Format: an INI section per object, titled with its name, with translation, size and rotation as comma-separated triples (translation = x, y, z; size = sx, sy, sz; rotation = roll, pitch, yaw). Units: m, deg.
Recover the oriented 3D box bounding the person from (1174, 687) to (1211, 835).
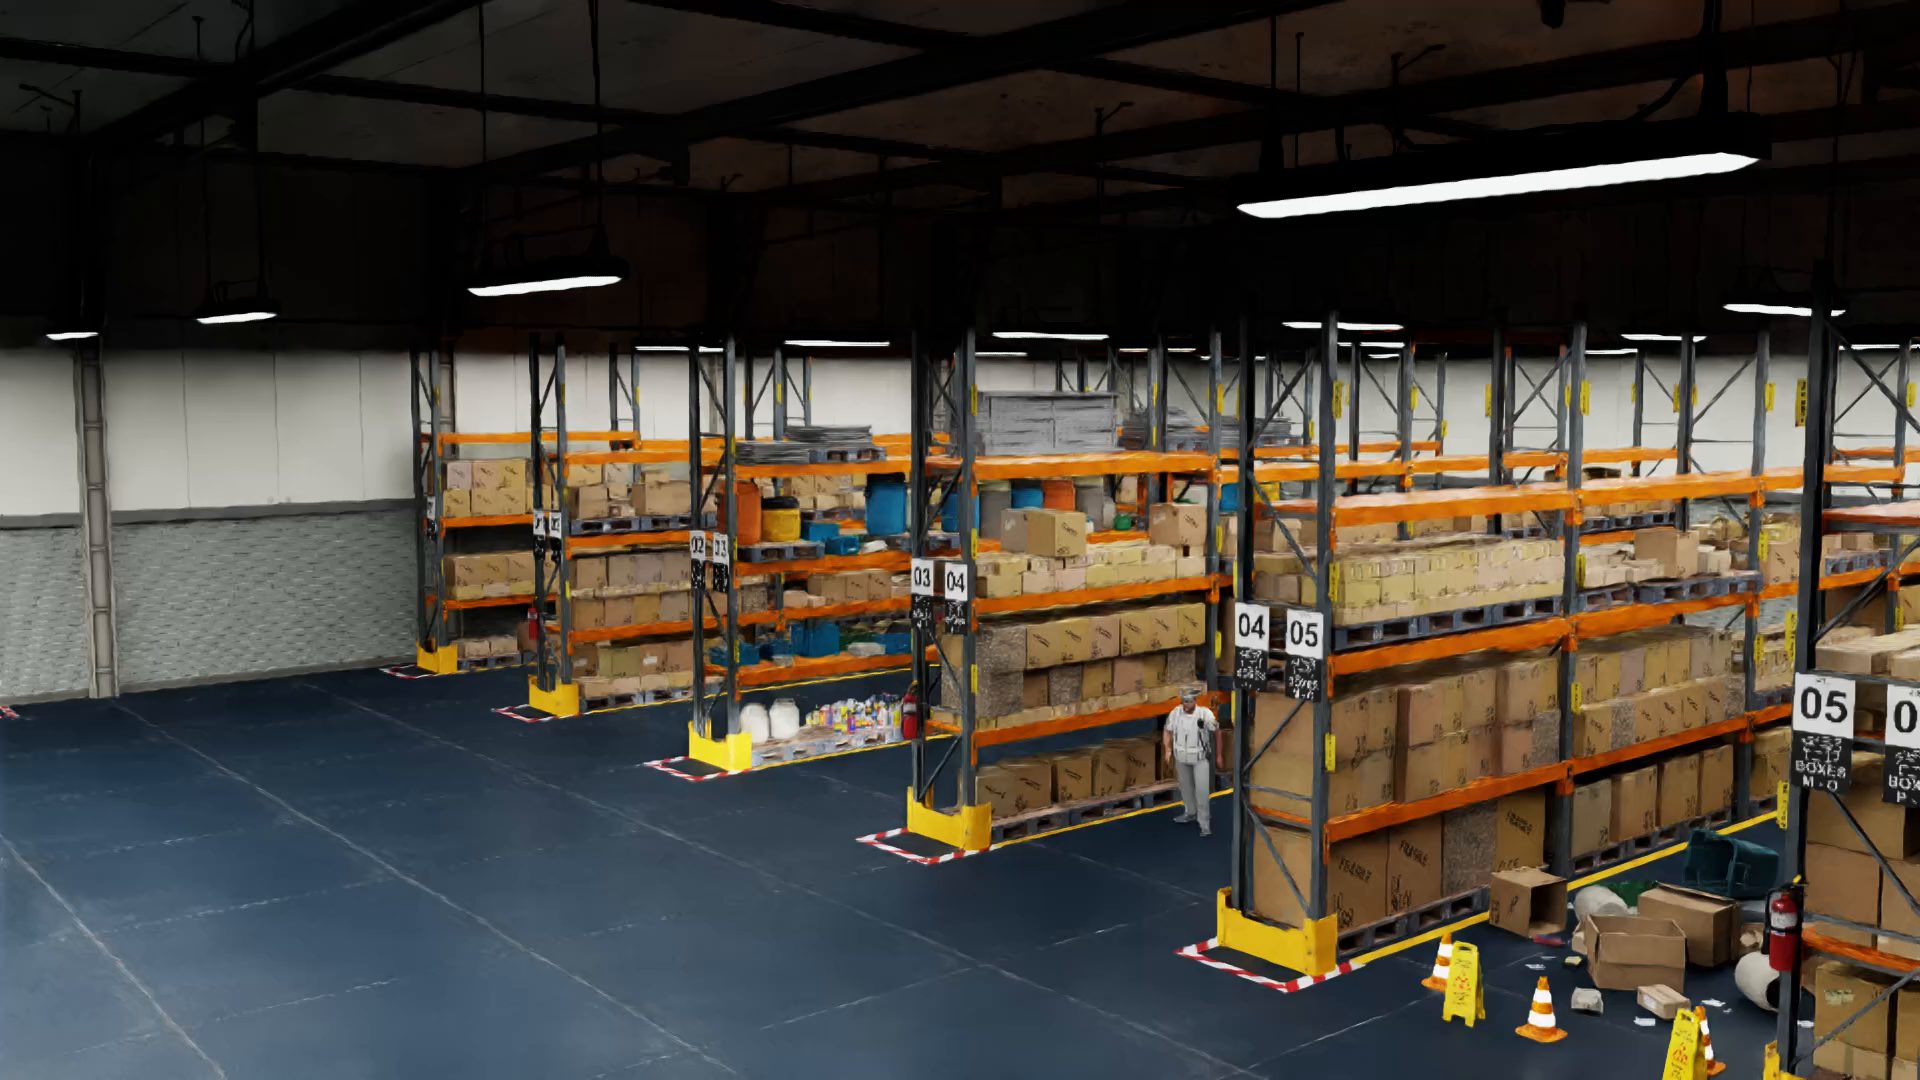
[person]
translation = 2.745, 2.521, 19.356
size = 0.644, 1.697, 0.807
rotation = 3, 6, 30
